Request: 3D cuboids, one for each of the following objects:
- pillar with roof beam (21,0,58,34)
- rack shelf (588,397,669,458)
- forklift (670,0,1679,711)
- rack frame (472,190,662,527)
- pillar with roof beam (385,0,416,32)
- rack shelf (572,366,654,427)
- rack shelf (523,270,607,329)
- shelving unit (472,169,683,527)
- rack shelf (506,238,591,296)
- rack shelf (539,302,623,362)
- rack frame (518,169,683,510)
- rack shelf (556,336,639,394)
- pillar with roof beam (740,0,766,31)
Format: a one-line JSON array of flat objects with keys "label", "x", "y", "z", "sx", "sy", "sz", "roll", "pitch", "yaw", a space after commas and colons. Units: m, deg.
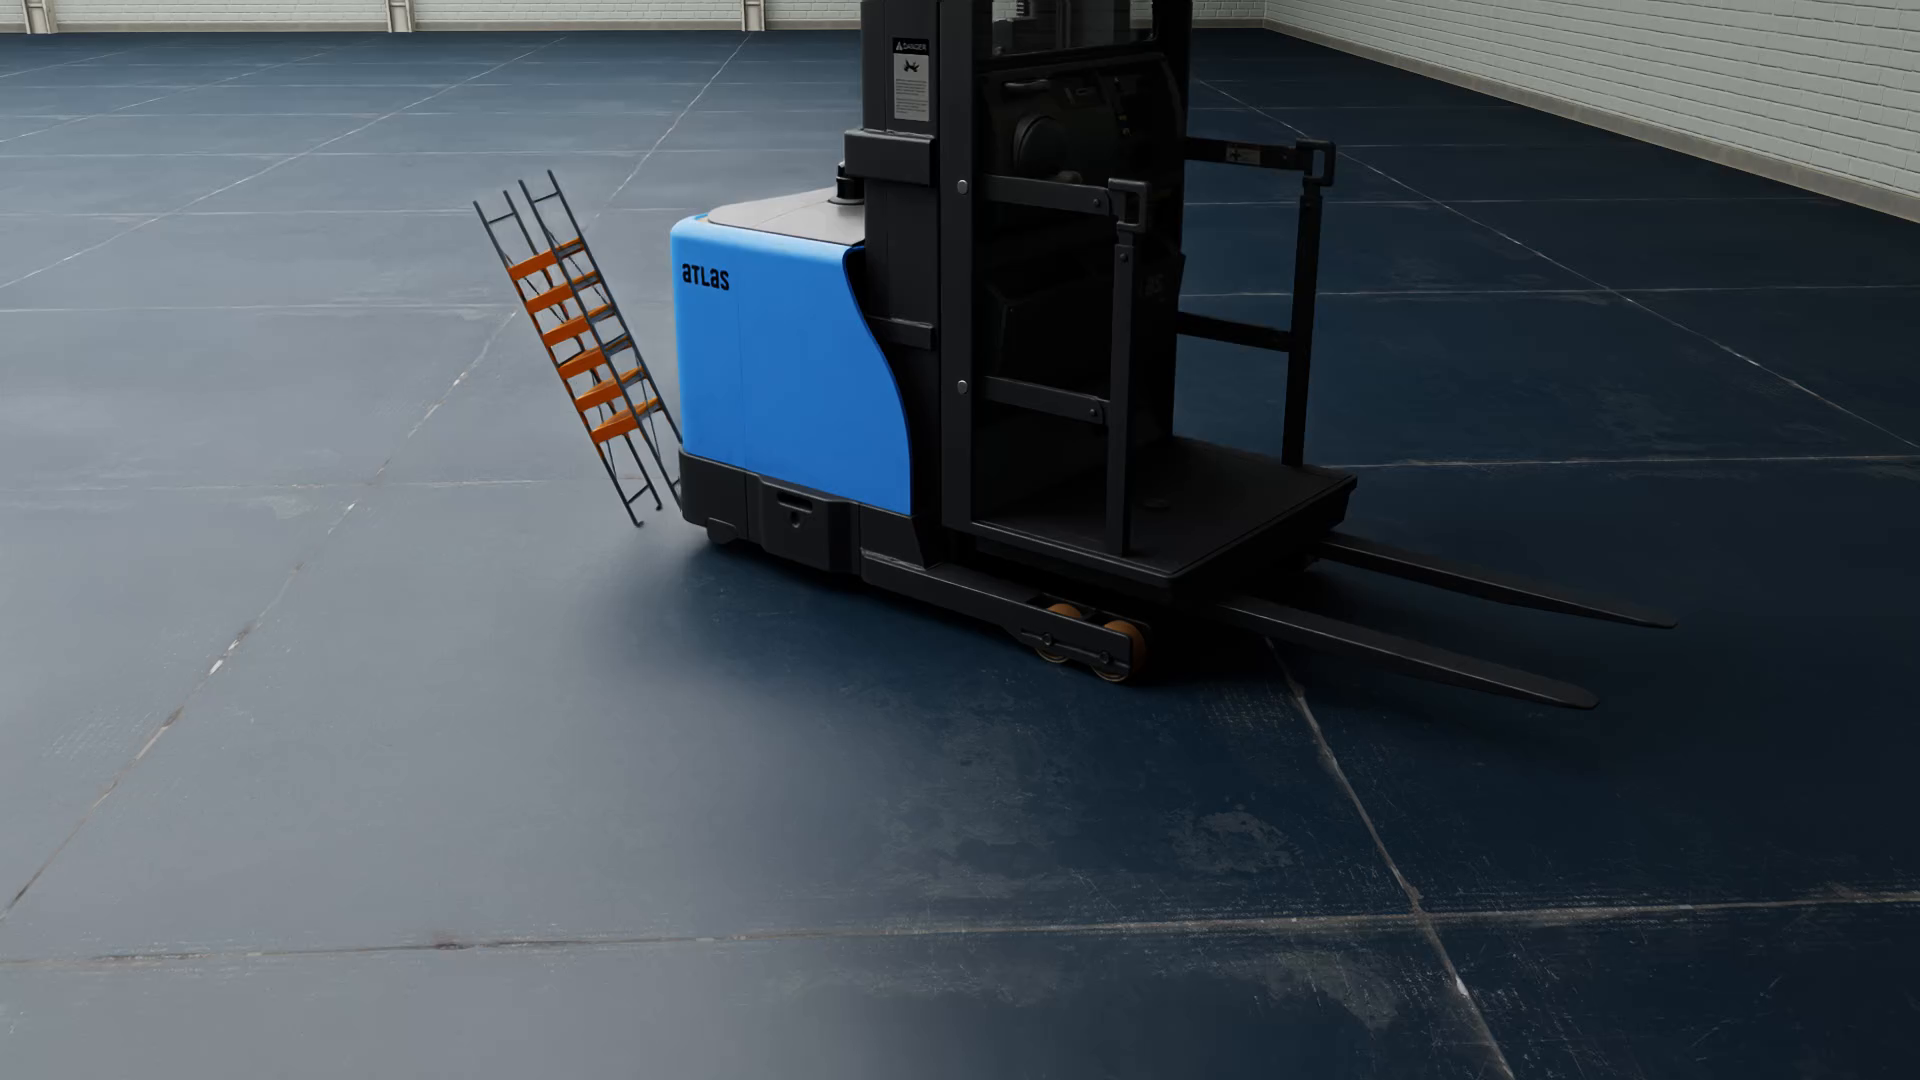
[{"label": "pillar with roof beam", "x": -15.311, "y": -11.278, "z": 22.597, "sx": 0.400, "sy": 9.000, "sz": 9.100, "roll": -1, "pitch": 21, "yaw": -3}, {"label": "rack shelf", "x": -1.134, "y": -0.393, "z": 5.730, "sx": 0.180, "sy": 0.103, "sz": 0.258, "roll": -19, "pitch": 15, "yaw": 18}, {"label": "forklift", "x": 0.527, "y": -1.191, "z": 4.629, "sx": 3.031, "sy": 2.935, "sz": 1.130, "roll": 16, "pitch": 26, "yaw": 36}, {"label": "rack frame", "x": -1.329, "y": -0.616, "z": 5.688, "sx": 0.006, "sy": 1.200, "sz": 0.240, "roll": -19, "pitch": 15, "yaw": 18}, {"label": "pillar with roof beam", "x": -9.321, "y": -11.400, "z": 22.917, "sx": 0.400, "sy": 9.000, "sz": 9.100, "roll": -1, "pitch": 21, "yaw": -3}, {"label": "rack shelf", "x": -1.182, "y": -0.499, "z": 5.700, "sx": 0.180, "sy": 0.103, "sz": 0.258, "roll": -19, "pitch": 15, "yaw": 18}, {"label": "rack shelf", "x": -1.324, "y": -0.818, "z": 5.610, "sx": 0.180, "sy": 0.103, "sz": 0.258, "roll": -19, "pitch": 15, "yaw": 18}, {"label": "shelving unit", "x": -1.247, "y": -0.645, "z": 5.659, "sx": 0.189, "sy": 1.200, "sz": 0.258, "roll": -19, "pitch": 15, "yaw": 18}, {"label": "rack shelf", "x": -1.372, "y": -0.924, "z": 5.580, "sx": 0.180, "sy": 0.103, "sz": 0.258, "roll": -19, "pitch": 15, "yaw": 18}, {"label": "rack shelf", "x": -1.277, "y": -0.711, "z": 5.640, "sx": 0.180, "sy": 0.103, "sz": 0.258, "roll": -19, "pitch": 15, "yaw": 18}, {"label": "rack frame", "x": -1.165, "y": -0.673, "z": 5.630, "sx": 0.006, "sy": 1.200, "sz": 0.240, "roll": -19, "pitch": 15, "yaw": 18}, {"label": "rack shelf", "x": -1.229, "y": -0.605, "z": 5.670, "sx": 0.180, "sy": 0.103, "sz": 0.258, "roll": -19, "pitch": 15, "yaw": 18}, {"label": "pillar with roof beam", "x": -3.331, "y": -11.522, "z": 23.237, "sx": 0.400, "sy": 9.000, "sz": 9.100, "roll": -1, "pitch": 21, "yaw": -3}]
